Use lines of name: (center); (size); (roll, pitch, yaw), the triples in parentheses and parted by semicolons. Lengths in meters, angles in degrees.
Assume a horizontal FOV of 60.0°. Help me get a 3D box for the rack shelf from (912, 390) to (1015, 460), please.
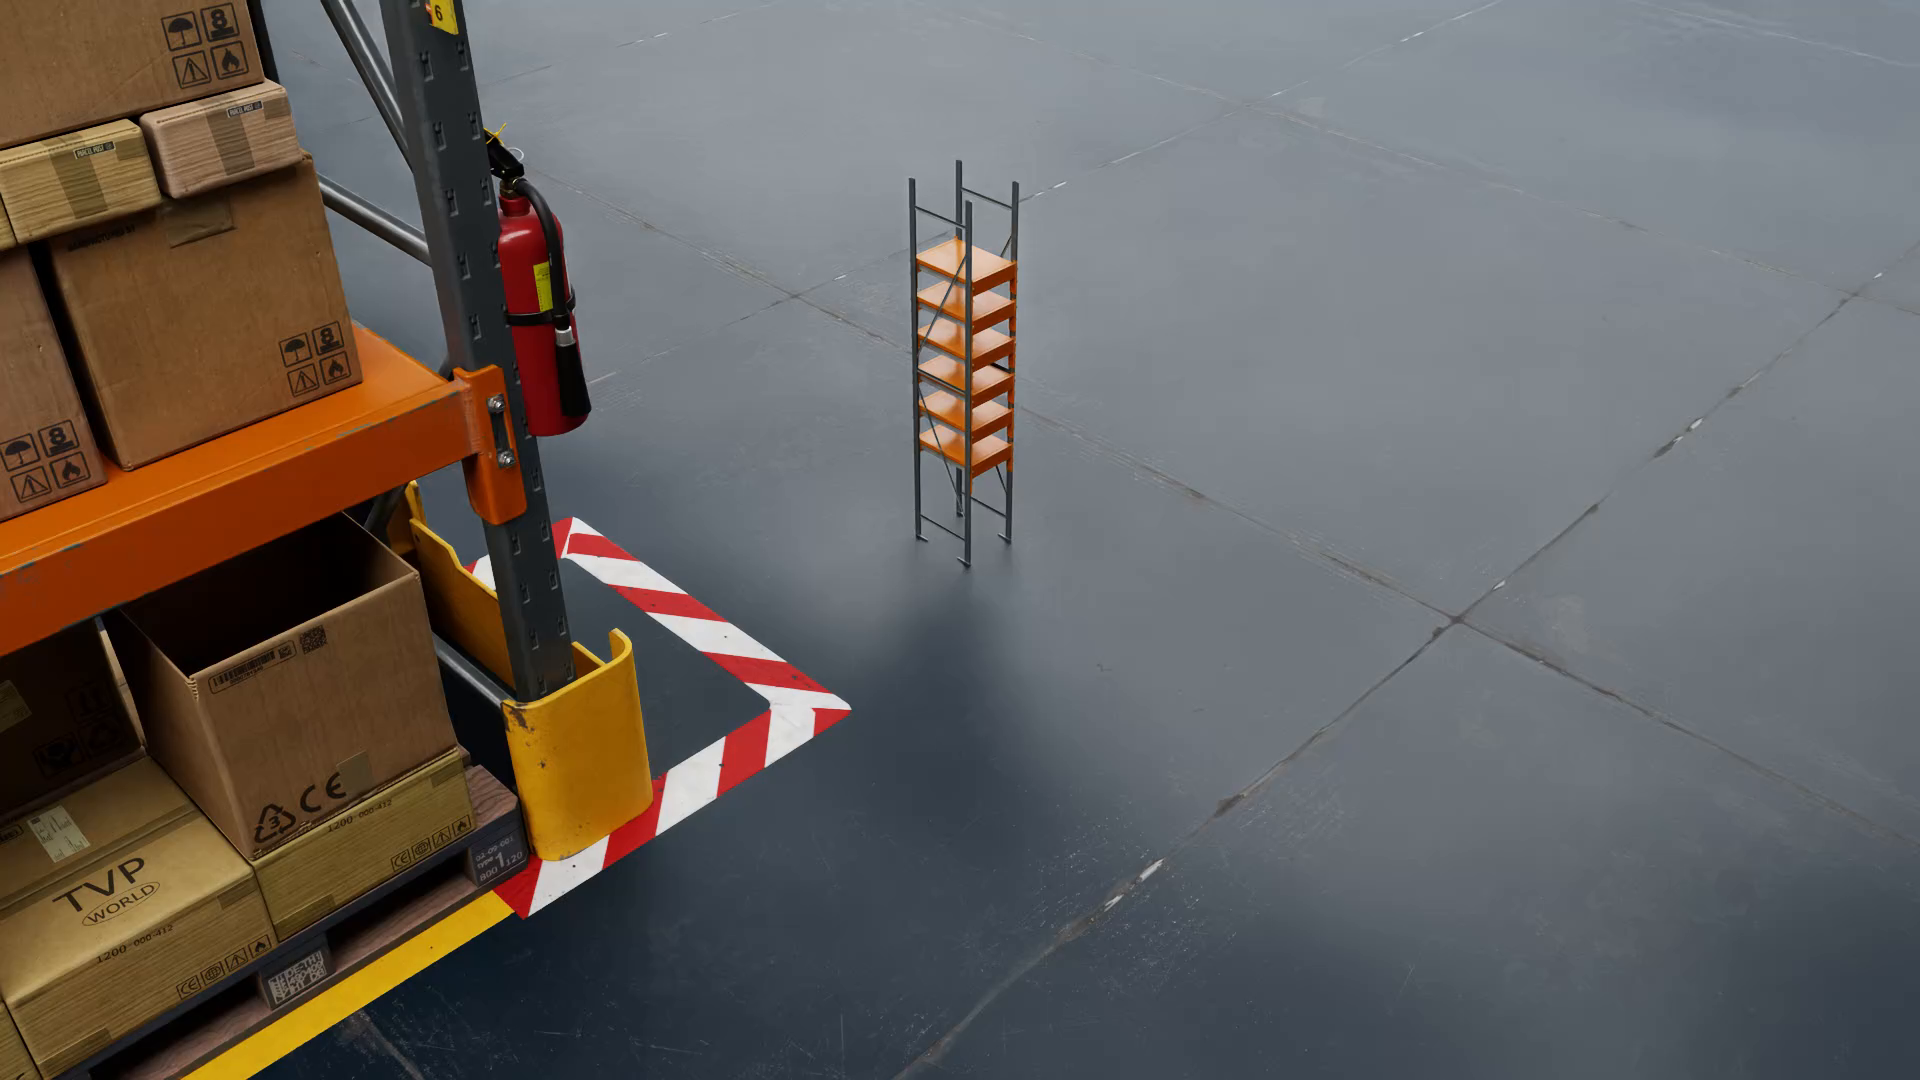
rack shelf: (0.010, -0.363, 5.009); (0.258, 0.103, 0.180); (30, 45, 35)

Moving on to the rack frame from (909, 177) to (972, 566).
rack frame: (-0.054, -0.461, 4.862); (0.240, 1.200, 0.006); (30, 45, 35)

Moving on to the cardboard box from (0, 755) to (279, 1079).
cardboard box: (-1.828, 0.785, 3.539); (0.500, 0.250, 0.500); (30, 45, 35)

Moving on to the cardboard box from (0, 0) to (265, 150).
cardboard box: (-1.692, -1.083, 2.959); (0.500, 0.500, 0.700); (-30, 45, -35)

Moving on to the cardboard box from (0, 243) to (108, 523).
cardboard box: (-2.021, -0.357, 3.052); (0.500, 0.500, 0.700); (-29, 44, -35)

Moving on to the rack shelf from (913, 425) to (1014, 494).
rack shelf: (0.010, -0.265, 5.078); (0.258, 0.103, 0.180); (30, 45, 35)

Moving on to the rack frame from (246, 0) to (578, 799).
rack frame: (-1.317, -0.715, 3.654); (1.000, 3.000, 0.127); (30, 45, 35)

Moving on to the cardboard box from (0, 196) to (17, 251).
cardboard box: (-1.814, -0.580, 2.805); (0.380, 0.149, 0.250); (29, 44, 35)

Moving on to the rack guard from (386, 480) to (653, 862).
rack guard: (-1.300, 0.300, 4.383); (1.175, 0.500, 0.348); (30, 45, 35)

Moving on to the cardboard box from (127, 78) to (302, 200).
cardboard box: (-1.450, -0.791, 3.107); (0.380, 0.149, 0.250); (29, 44, 35)

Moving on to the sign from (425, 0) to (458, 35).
sign: (-0.941, -1.063, 2.933); (0.100, 0.325, 0.005); (30, 45, 35)

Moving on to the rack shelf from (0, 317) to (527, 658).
rack shelf: (-2.726, 0.391, 2.695); (1.077, 0.370, 4.000); (30, 45, 35)

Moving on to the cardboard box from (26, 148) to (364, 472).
cardboard box: (-1.654, -0.572, 3.361); (0.700, 0.500, 0.500); (30, 45, 35)

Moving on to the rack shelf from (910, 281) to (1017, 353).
rack shelf: (0.010, -0.658, 4.803); (0.258, 0.103, 0.180); (30, 45, 35)

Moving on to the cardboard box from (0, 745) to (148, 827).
cardboard box: (-2.202, 0.573, 3.843); (0.500, 0.250, 0.500); (30, 45, 35)

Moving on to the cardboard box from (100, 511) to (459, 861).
cardboard box: (-1.483, 0.270, 3.621); (0.500, 0.500, 0.500); (30, 45, 35)

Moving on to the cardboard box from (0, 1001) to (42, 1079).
cardboard box: (-2.179, 0.988, 3.247); (0.500, 0.250, 0.500); (30, 45, 35)

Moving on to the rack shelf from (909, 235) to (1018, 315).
rack shelf: (0.010, -0.757, 4.735); (0.258, 0.103, 0.180); (30, 45, 35)

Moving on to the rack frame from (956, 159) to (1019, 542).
rack frame: (0.075, -0.535, 4.968); (0.240, 1.200, 0.006); (30, 45, 35)

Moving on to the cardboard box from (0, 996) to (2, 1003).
cardboard box: (-2.177, 0.682, 3.031); (0.500, 0.500, 0.500); (30, 45, 35)

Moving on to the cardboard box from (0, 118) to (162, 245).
cardboard box: (-1.634, -0.684, 2.954); (0.250, 0.149, 0.380); (-29, 44, -35)

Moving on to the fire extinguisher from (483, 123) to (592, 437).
fire extinguisher: (-0.904, -0.545, 3.476); (0.296, 0.674, 0.183); (30, 45, 35)

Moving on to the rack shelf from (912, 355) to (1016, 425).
rack shelf: (0.010, -0.462, 4.941); (0.258, 0.103, 0.180); (30, 45, 35)

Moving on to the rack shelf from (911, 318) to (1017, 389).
rack shelf: (0.010, -0.560, 4.872); (0.258, 0.103, 0.180); (30, 45, 35)

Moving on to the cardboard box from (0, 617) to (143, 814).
cardboard box: (-2.203, 0.264, 3.630); (0.500, 0.500, 0.500); (30, 45, 35)

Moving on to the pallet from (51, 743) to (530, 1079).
pallet: (-1.826, 0.756, 3.982); (1.003, 0.211, 1.213); (30, 45, 35)

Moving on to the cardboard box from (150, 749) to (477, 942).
cardboard box: (-1.485, 0.577, 3.837); (0.500, 0.250, 0.500); (30, 45, 35)

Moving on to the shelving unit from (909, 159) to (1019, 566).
shelving unit: (0.010, -0.498, 4.915); (0.258, 1.200, 0.189); (30, 45, 35)

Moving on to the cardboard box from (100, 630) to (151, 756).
cardboard box: (-1.852, 0.368, 4.137); (0.500, 0.250, 0.500); (30, 45, 35)
